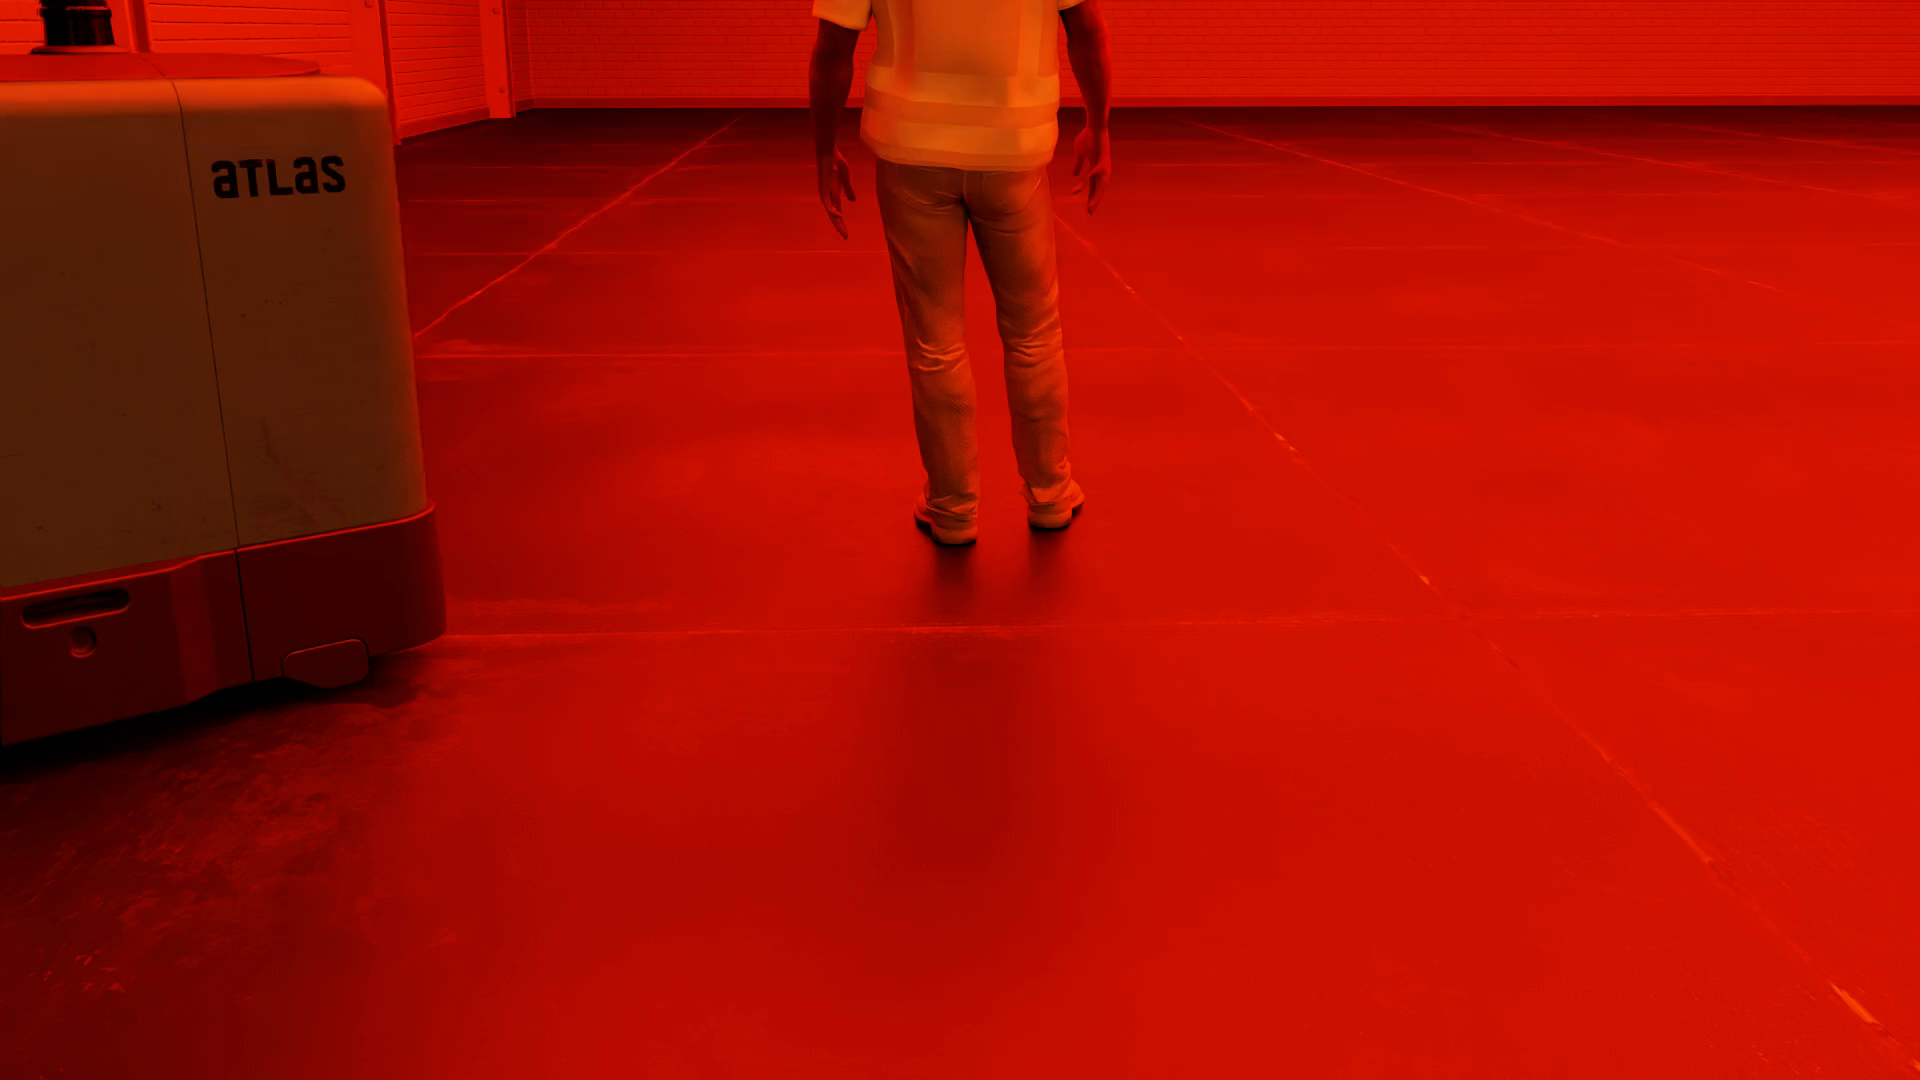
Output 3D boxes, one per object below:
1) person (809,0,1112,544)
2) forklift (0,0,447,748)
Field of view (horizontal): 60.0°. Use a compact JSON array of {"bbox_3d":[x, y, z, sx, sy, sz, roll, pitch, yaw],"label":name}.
[{"bbox_3d":[0.003,-0.872,3.724,0.665,1.765,0.577,-1,17,-3],"label":"person"},{"bbox_3d":[-2.435,-1.002,2.184,3.031,2.935,1.130,-13,21,-36],"label":"forklift"}]
